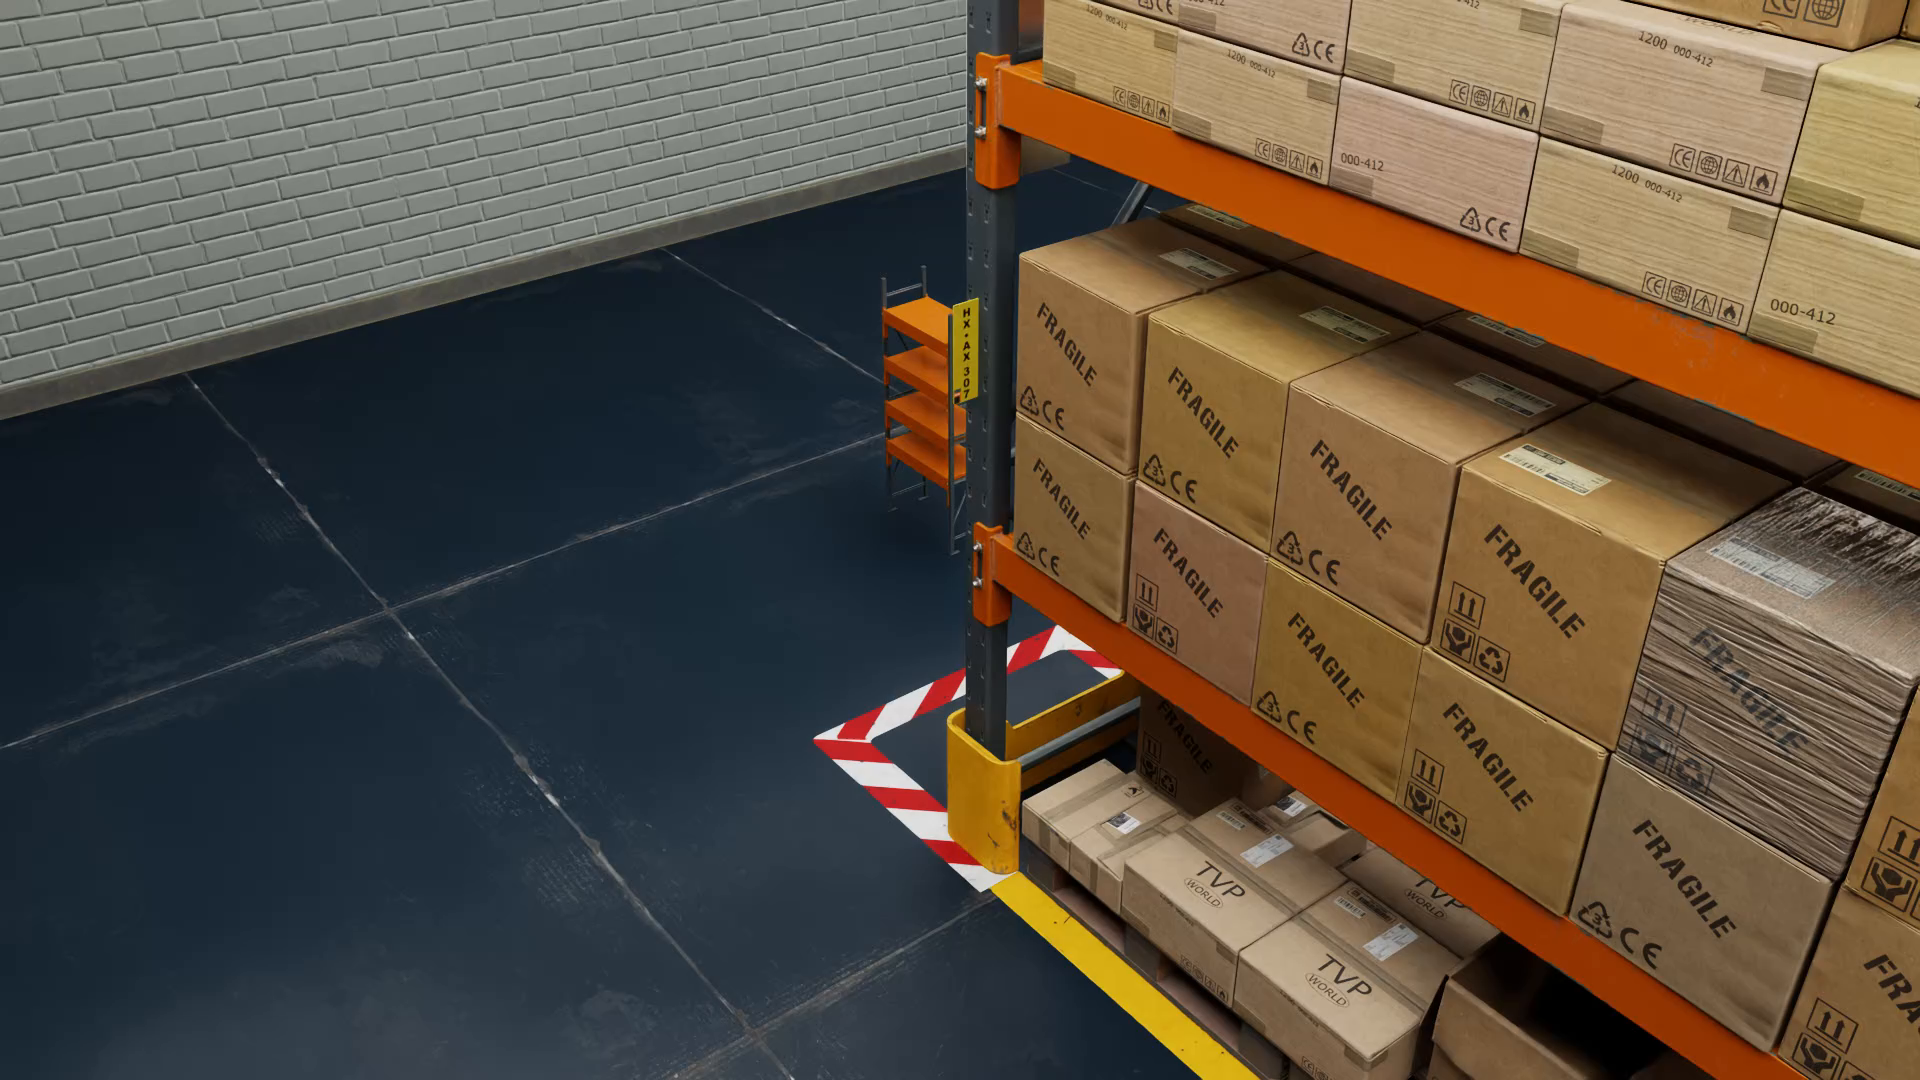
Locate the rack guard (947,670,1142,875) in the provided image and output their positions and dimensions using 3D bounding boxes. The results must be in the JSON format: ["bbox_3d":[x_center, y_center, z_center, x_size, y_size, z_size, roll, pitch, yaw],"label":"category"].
[{"bbox_3d":[0.495,0.720,6.117,1.175,0.500,0.348,-22,38,-31],"label":"rack guard"}]

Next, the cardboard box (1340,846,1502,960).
[{"bbox_3d":[1.535,1.160,5.228,0.500,0.250,0.500,-22,38,-31],"label":"cardboard box"}]

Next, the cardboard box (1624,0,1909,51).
[{"bbox_3d":[1.640,-1.258,3.047,0.700,0.500,0.500,-22,38,-31],"label":"cardboard box"}]

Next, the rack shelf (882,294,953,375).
[{"bbox_3d":[-0.101,-0.913,7.337,0.258,0.148,0.480,-22,38,-31],"label":"rack shelf"}]

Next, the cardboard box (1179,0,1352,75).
[{"bbox_3d":[0.859,-1.288,3.805,0.500,0.250,0.500,-22,38,-31],"label":"cardboard box"}]

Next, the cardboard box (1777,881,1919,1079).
[{"bbox_3d":[2.075,0.911,3.345,0.500,0.500,0.500,-21,38,-30],"label":"cardboard box"}]

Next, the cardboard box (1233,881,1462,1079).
[{"bbox_3d":[1.171,1.343,4.934,0.500,0.250,0.500,-22,38,-31],"label":"cardboard box"}]

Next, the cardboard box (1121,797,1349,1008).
[{"bbox_3d":[0.865,1.134,5.270,0.500,0.250,0.500,-22,38,-31],"label":"cardboard box"}]

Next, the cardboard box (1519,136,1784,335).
[{"bbox_3d":[1.479,-0.661,3.271,0.500,0.250,0.500,-22,38,-31],"label":"cardboard box"}]

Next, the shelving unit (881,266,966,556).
[{"bbox_3d":[-0.101,-0.579,7.545,0.258,1.200,0.503,-22,38,-31],"label":"shelving unit"}]

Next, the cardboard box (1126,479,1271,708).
[{"bbox_3d":[0.833,0.067,4.704,0.500,0.500,0.500,-23,38,-32],"label":"cardboard box"}]

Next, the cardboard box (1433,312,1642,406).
[{"bbox_3d":[1.571,-0.320,4.379,0.500,0.500,0.500,-21,38,-30],"label":"cardboard box"}]

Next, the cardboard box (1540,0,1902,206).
[{"bbox_3d":[1.474,-0.872,3.136,0.500,0.250,0.500,-22,38,-31],"label":"cardboard box"}]

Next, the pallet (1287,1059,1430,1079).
[{"bbox_3d":[1.729,1.683,4.841,1.003,0.211,1.213,-22,38,-31],"label":"pallet"}]

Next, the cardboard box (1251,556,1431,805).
[{"bbox_3d":[1.138,0.278,4.365,0.500,0.500,0.500,-22,38,-32],"label":"cardboard box"}]

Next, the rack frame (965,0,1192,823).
[{"bbox_3d":[0.449,-0.374,5.509,1.000,3.000,0.127,-22,38,-31],"label":"rack frame"}]

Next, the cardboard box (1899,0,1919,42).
[{"bbox_3d":[2.067,-1.099,2.791,0.700,0.500,0.500,-22,38,-31],"label":"cardboard box"}]

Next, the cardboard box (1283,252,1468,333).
[{"bbox_3d":[1.249,-0.534,4.724,0.500,0.500,0.500,-21,38,-30],"label":"cardboard box"}]

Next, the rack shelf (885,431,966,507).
[{"bbox_3d":[-0.102,-0.353,7.685,0.258,0.148,0.480,-22,38,-31],"label":"rack shelf"}]

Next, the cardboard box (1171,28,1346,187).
[{"bbox_3d":[0.859,-1.075,3.937,0.500,0.250,0.500,-22,38,-31],"label":"cardboard box"}]

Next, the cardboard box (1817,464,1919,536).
[{"bbox_3d":[2.203,0.109,3.688,0.500,0.500,0.500,-24,39,-33],"label":"cardboard box"}]

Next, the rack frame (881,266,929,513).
[{"bbox_3d":[-0.251,-0.680,7.708,0.240,1.200,0.015,-22,38,-31],"label":"rack frame"}]

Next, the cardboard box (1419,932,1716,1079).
[{"bbox_3d":[1.745,1.386,4.625,0.797,0.503,0.637,-22,38,-31],"label":"cardboard box"}]

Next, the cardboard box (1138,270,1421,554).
[{"bbox_3d":[0.839,-0.355,4.437,0.500,0.500,0.500,-22,38,-31],"label":"cardboard box"}]

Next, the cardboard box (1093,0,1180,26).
[{"bbox_3d":[0.558,-1.498,4.145,0.500,0.250,0.500,-22,38,-31],"label":"cardboard box"}]

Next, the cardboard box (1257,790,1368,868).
[{"bbox_3d":[1.154,0.988,5.585,0.380,0.166,0.250,-22,38,-31],"label":"cardboard box"}]

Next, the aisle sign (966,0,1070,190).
[{"bbox_3d":[0.175,-1.411,4.716,0.394,0.787,0.004,-22,38,-31],"label":"aisle sign"}]

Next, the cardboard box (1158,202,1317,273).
[{"bbox_3d":[0.939,-0.744,5.063,0.500,0.500,0.500,-23,38,-32],"label":"cardboard box"}]

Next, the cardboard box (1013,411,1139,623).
[{"bbox_3d":[0.512,-0.146,5.047,0.500,0.500,0.500,-21,38,-30],"label":"cardboard box"}]

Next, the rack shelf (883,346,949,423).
[{"bbox_3d":[-0.101,-0.712,7.462,0.258,0.148,0.480,-22,38,-31],"label":"rack shelf"}]

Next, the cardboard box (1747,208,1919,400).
[{"bbox_3d":[1.782,-0.451,2.933,0.500,0.250,0.500,-22,38,-31],"label":"cardboard box"}]

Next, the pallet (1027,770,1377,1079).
[{"bbox_3d":[0.985,1.175,5.659,1.003,0.211,1.213,-22,38,-31],"label":"pallet"}]

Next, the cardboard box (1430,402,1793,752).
[{"bbox_3d":[1.454,0.066,3.758,0.500,0.500,0.500,-23,38,-32],"label":"cardboard box"}]

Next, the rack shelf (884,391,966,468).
[{"bbox_3d":[-0.101,-0.522,7.580,0.258,0.148,0.480,-22,38,-31],"label":"rack shelf"}]

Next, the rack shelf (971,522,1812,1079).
[{"bbox_3d":[1.675,0.765,4.356,1.077,0.370,4.000,-22,38,-31],"label":"rack shelf"}]

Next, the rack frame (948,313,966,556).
[{"bbox_3d":[0.048,-0.477,7.381,0.240,1.200,0.015,-22,38,-31],"label":"rack frame"}]

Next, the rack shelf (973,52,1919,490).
[{"bbox_3d":[1.675,-0.509,3.565,1.077,0.370,4.000,-22,38,-31],"label":"rack shelf"}]

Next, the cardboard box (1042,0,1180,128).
[{"bbox_3d":[0.563,-1.288,4.280,0.500,0.250,0.500,-22,38,-31],"label":"cardboard box"}]

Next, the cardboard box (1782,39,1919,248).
[{"bbox_3d":[1.780,-0.663,2.800,0.500,0.250,0.500,-22,38,-31],"label":"cardboard box"}]

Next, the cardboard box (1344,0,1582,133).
[{"bbox_3d":[1.171,-1.081,3.473,0.500,0.250,0.500,-22,38,-31],"label":"cardboard box"}]

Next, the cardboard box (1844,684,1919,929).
[{"bbox_3d":[2.071,0.487,3.081,0.500,0.500,0.500,-23,39,-32],"label":"cardboard box"}]

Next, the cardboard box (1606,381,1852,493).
[{"bbox_3d":[1.886,-0.105,4.034,0.500,0.500,0.500,-21,38,-30],"label":"cardboard box"}]

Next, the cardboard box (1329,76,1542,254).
[{"bbox_3d":[1.167,-0.867,3.603,0.500,0.250,0.500,-22,38,-31],"label":"cardboard box"}]

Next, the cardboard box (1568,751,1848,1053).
[{"bbox_3d":[1.758,0.698,3.689,0.500,0.500,0.500,-21,38,-30],"label":"cardboard box"}]

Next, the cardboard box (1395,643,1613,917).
[{"bbox_3d":[1.444,0.486,4.029,0.500,0.500,0.500,-22,38,-31],"label":"cardboard box"}]

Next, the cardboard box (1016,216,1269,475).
[{"bbox_3d":[0.512,-0.571,4.783,0.500,0.500,0.500,-21,38,-30],"label":"cardboard box"}]

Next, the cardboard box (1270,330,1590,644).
[{"bbox_3d":[1.142,-0.145,4.098,0.500,0.500,0.500,-22,38,-31],"label":"cardboard box"}]

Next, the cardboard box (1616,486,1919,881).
[{"bbox_3d":[1.762,0.276,3.419,0.500,0.500,0.500,-22,38,-31],"label":"cardboard box"}]

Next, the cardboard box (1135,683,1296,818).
[{"bbox_3d":[0.977,0.648,5.816,0.500,0.500,0.500,-22,38,-31],"label":"cardboard box"}]

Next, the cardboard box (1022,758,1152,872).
[{"bbox_3d":[0.434,0.936,5.685,0.380,0.149,0.250,-22,38,-31],"label":"cardboard box"}]

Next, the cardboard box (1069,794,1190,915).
[{"bbox_3d":[0.587,1.033,5.512,0.380,0.166,0.250,-22,38,-31],"label":"cardboard box"}]

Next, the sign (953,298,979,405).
[{"bbox_3d":[0.020,-0.566,4.997,0.100,0.325,0.005,-22,38,-31],"label":"sign"}]
